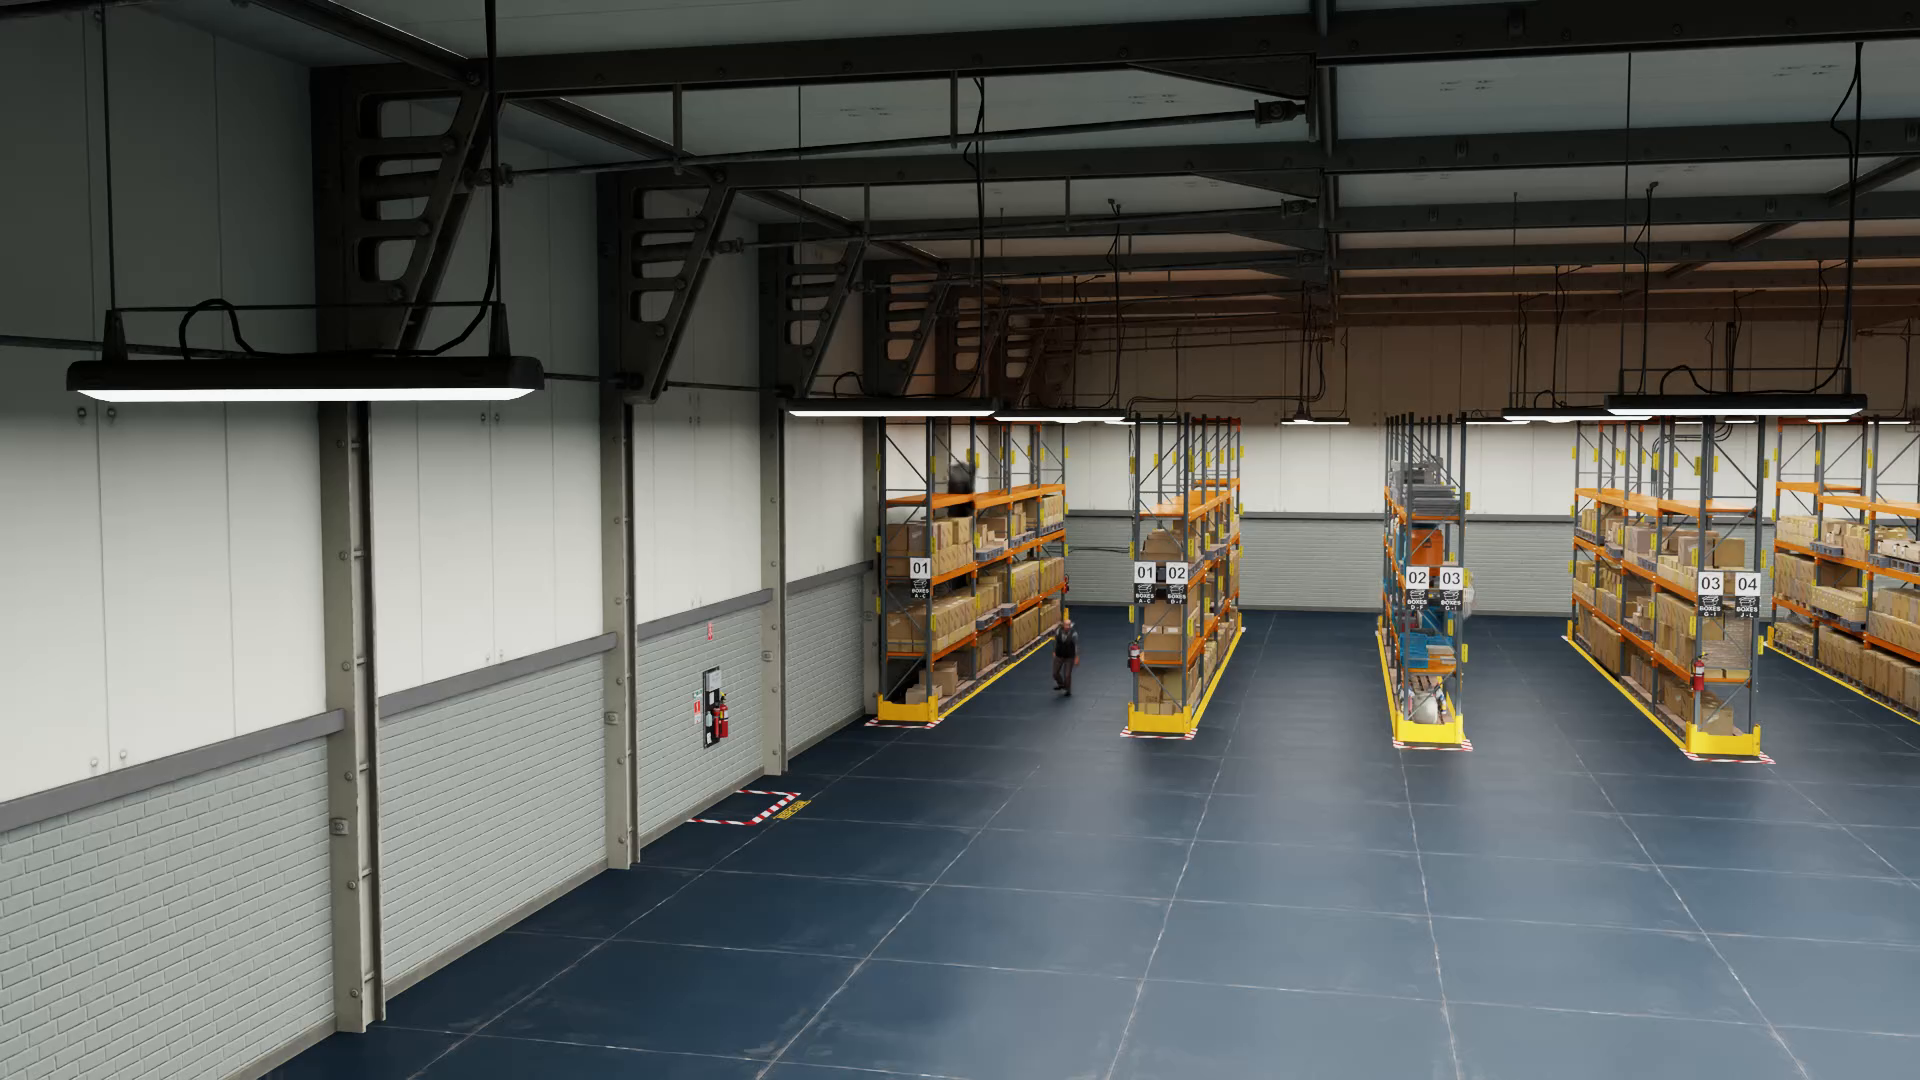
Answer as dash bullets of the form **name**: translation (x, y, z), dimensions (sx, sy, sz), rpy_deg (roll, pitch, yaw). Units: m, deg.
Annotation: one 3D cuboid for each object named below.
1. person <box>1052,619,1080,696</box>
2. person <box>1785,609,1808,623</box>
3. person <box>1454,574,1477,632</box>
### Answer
- **person**: translation (2.253, 2.490, 35.396), dimensions (0.694, 1.673, 0.555), rpy_deg (2, 4, 22)
- **person**: translation (22.471, 1.812, 44.613), dimensions (0.841, 1.814, 0.684), rpy_deg (0, 4, -4)
- **person**: translation (14.155, 1.758, 46.619), dimensions (0.522, 1.627, 0.731), rpy_deg (3, 5, 39)
